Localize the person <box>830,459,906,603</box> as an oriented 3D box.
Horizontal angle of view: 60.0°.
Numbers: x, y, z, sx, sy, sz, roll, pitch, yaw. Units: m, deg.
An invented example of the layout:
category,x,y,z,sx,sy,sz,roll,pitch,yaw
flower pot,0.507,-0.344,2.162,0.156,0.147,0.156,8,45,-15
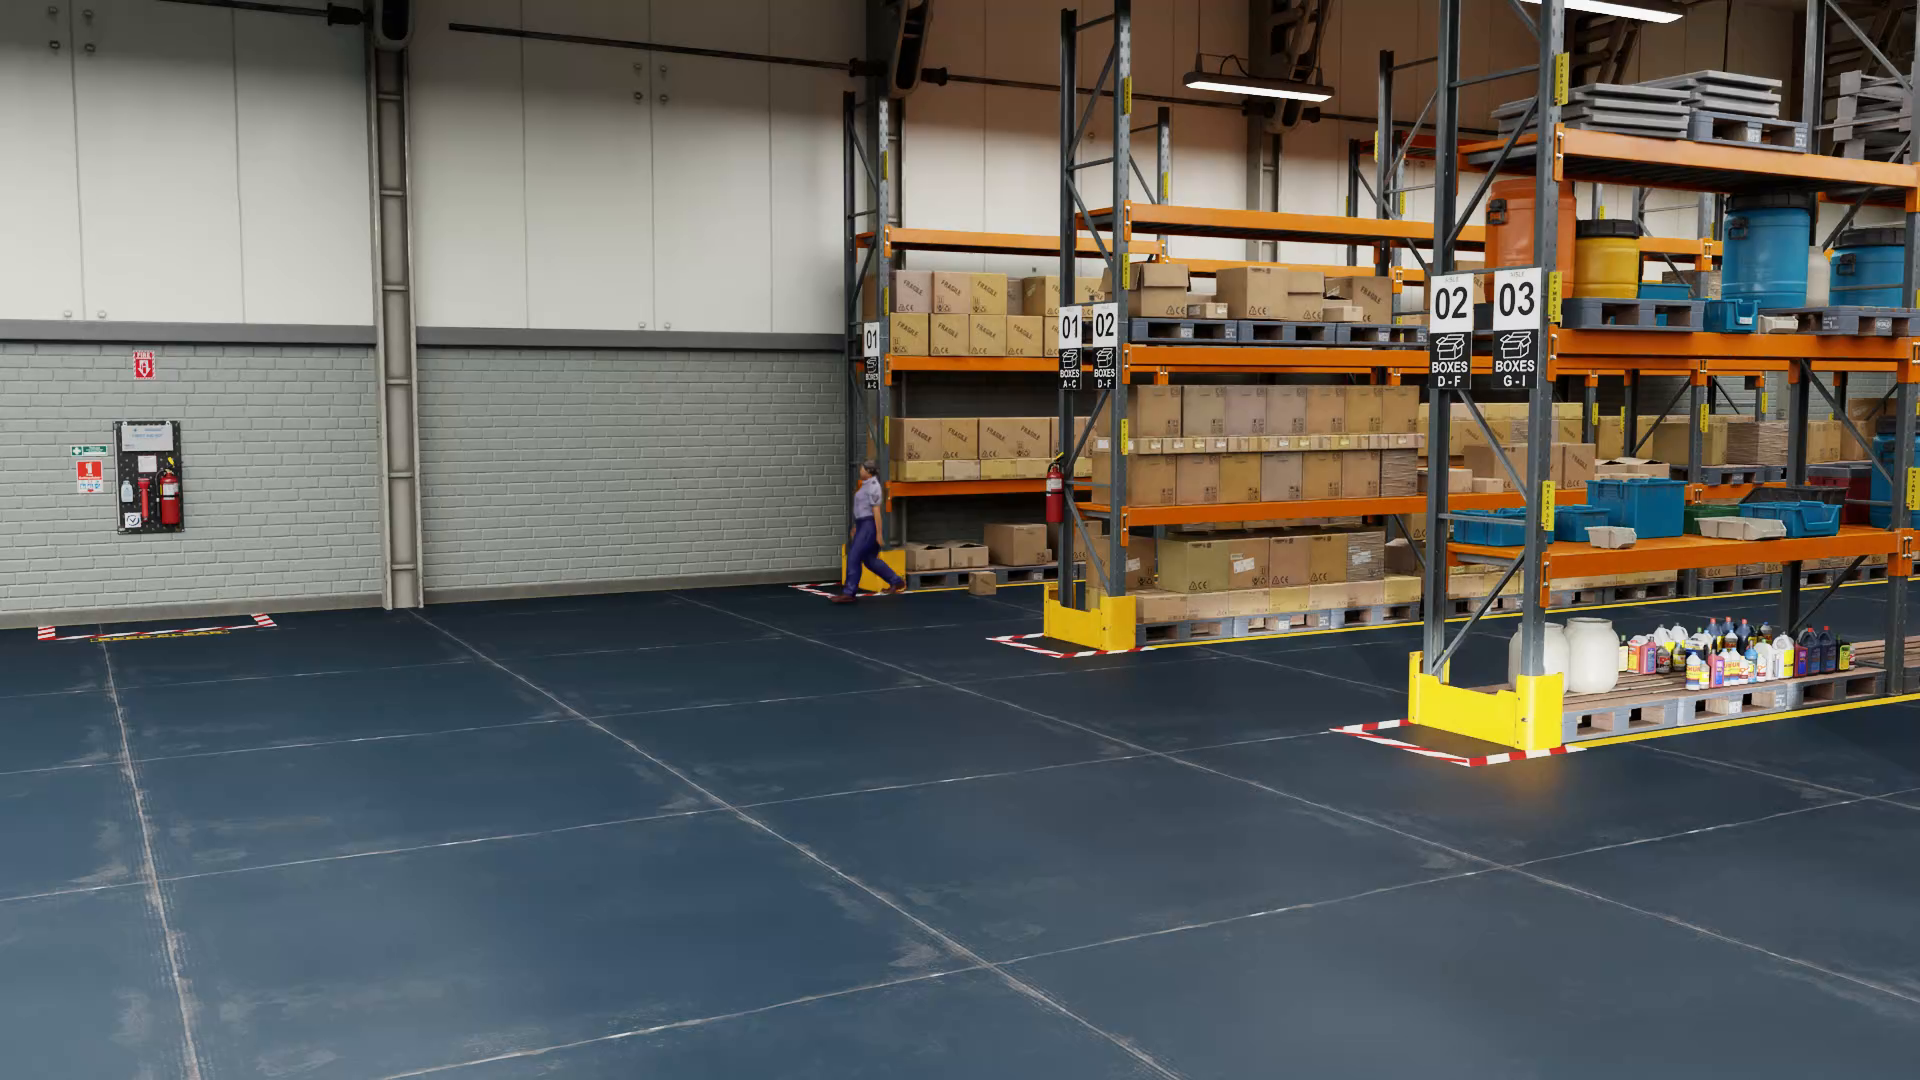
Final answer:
category,x,y,z,sx,sy,sz,roll,pitch,yaw
person,-1.041,-0.117,18.787,0.899,1.608,0.529,-1,5,-11
